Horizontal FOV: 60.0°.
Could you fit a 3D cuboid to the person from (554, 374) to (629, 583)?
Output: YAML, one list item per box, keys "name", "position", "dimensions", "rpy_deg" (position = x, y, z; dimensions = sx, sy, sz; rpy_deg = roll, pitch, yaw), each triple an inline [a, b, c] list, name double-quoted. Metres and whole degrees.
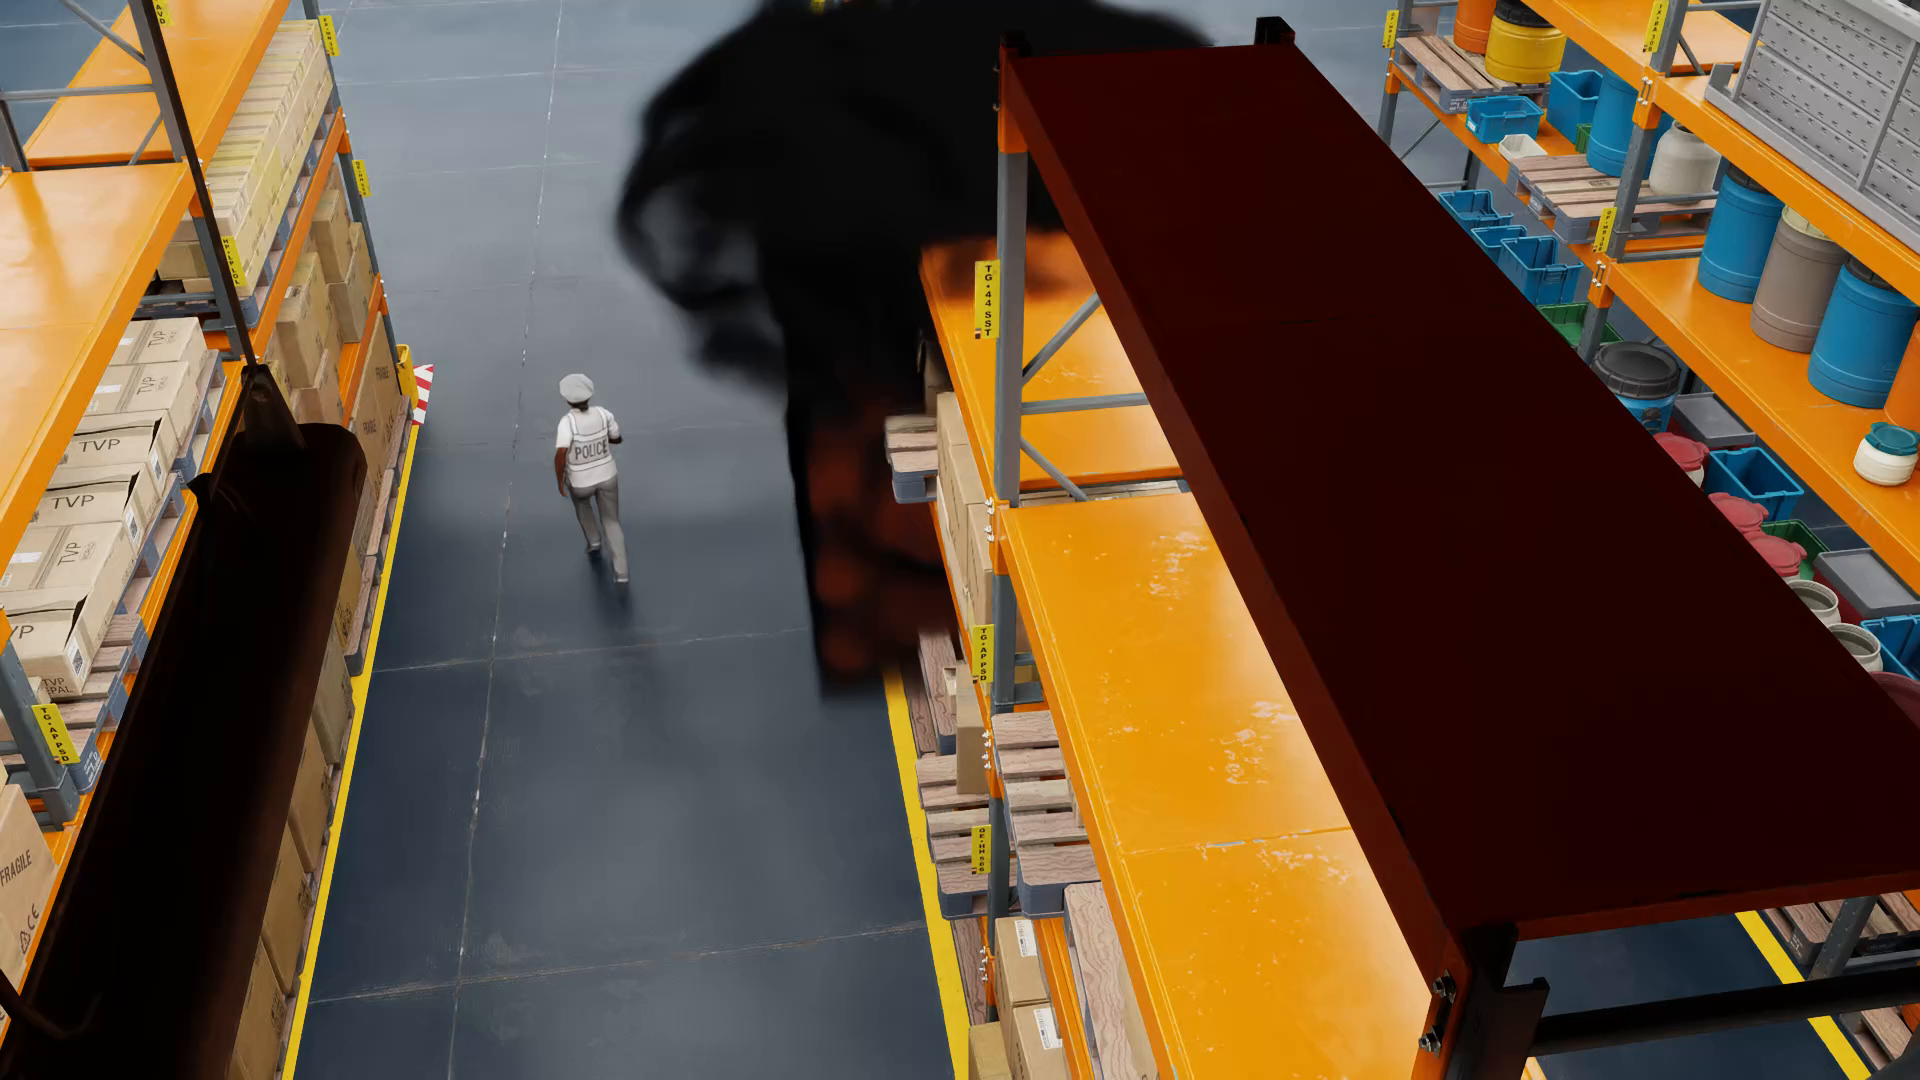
- name: "person"
  position: [-2.771, -0.412, 12.612]
  dimensions: [0.600, 1.735, 0.847]
  rpy_deg: [-19, 40, -24]
